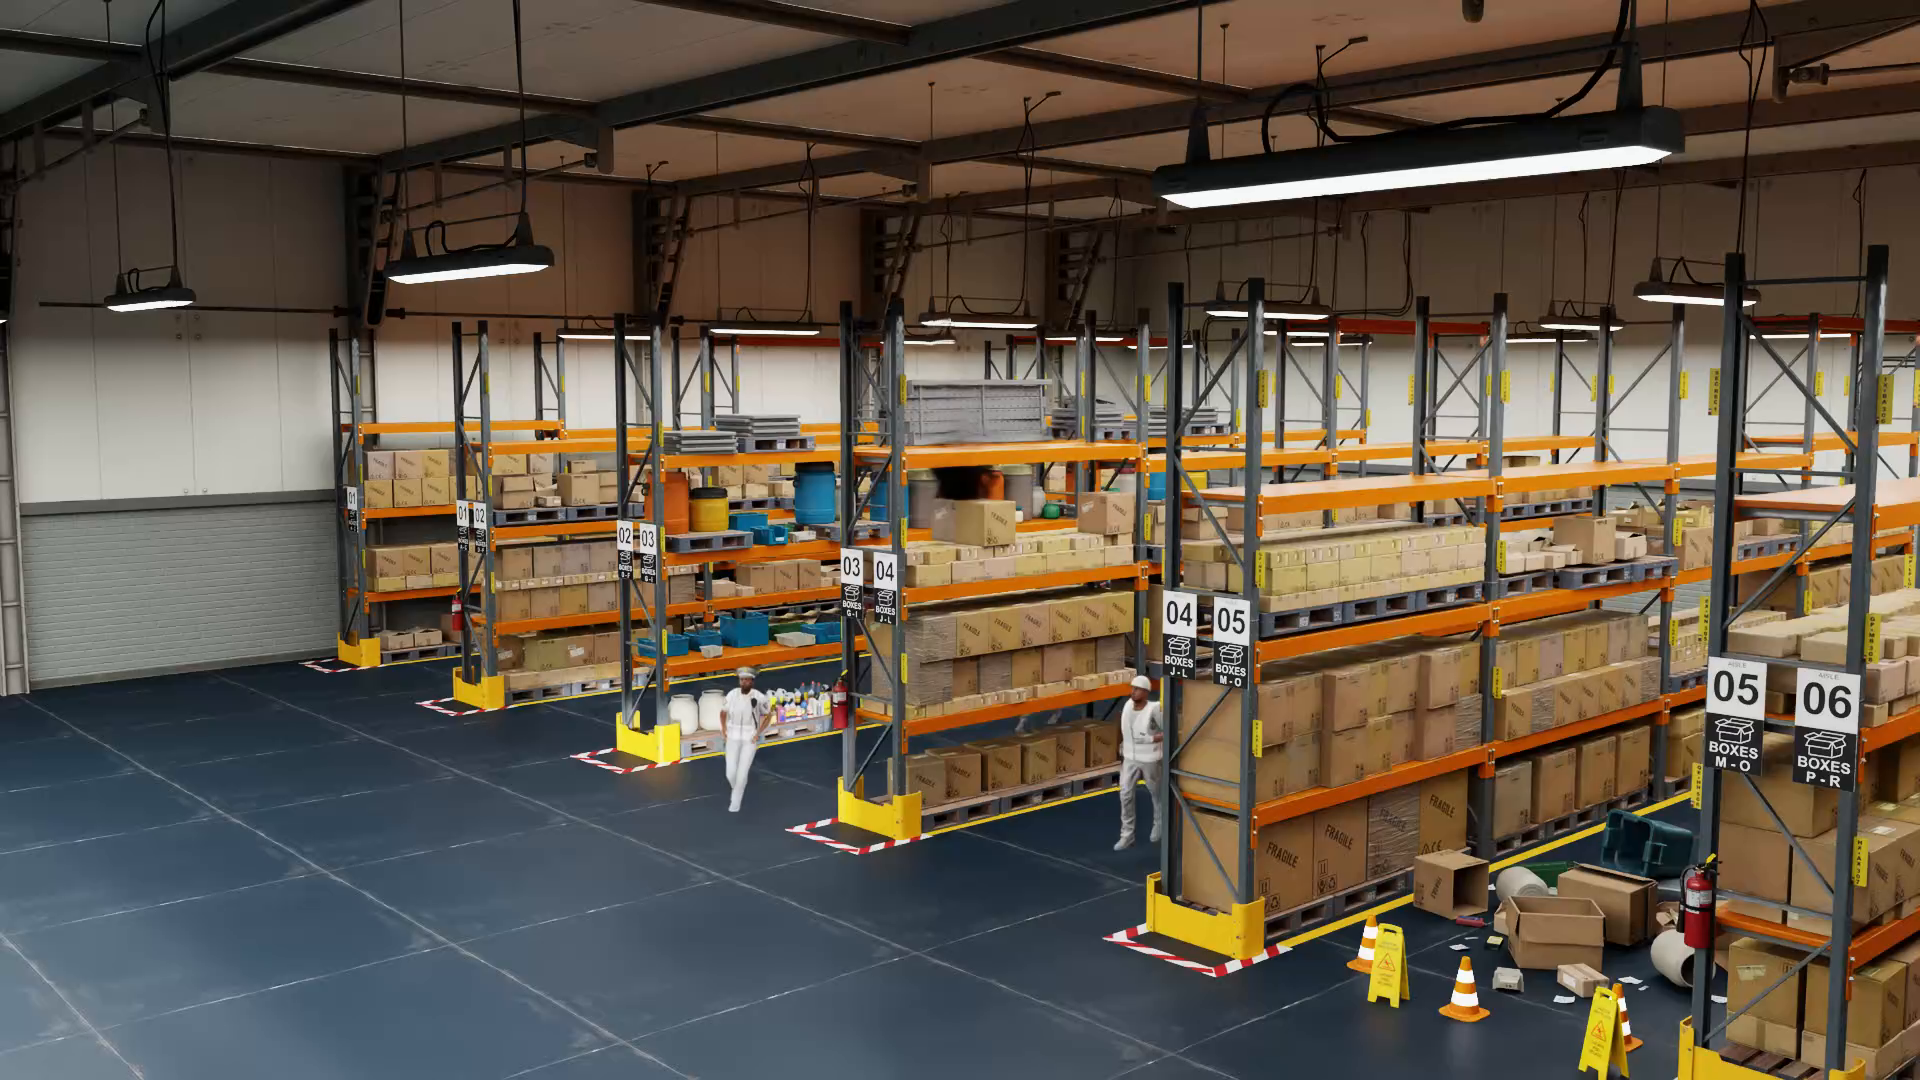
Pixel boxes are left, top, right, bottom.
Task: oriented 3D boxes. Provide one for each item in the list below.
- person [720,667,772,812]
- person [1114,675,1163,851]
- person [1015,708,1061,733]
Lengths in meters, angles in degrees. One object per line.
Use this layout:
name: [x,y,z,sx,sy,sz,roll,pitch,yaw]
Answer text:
person: [-2.435,2.241,18.866,0.595,1.658,0.612,0,6,3]
person: [1.932,2.317,17.417,0.665,1.813,0.896,5,7,38]
person: [1.132,1.908,24.197,0.599,1.708,0.860,5,7,39]
